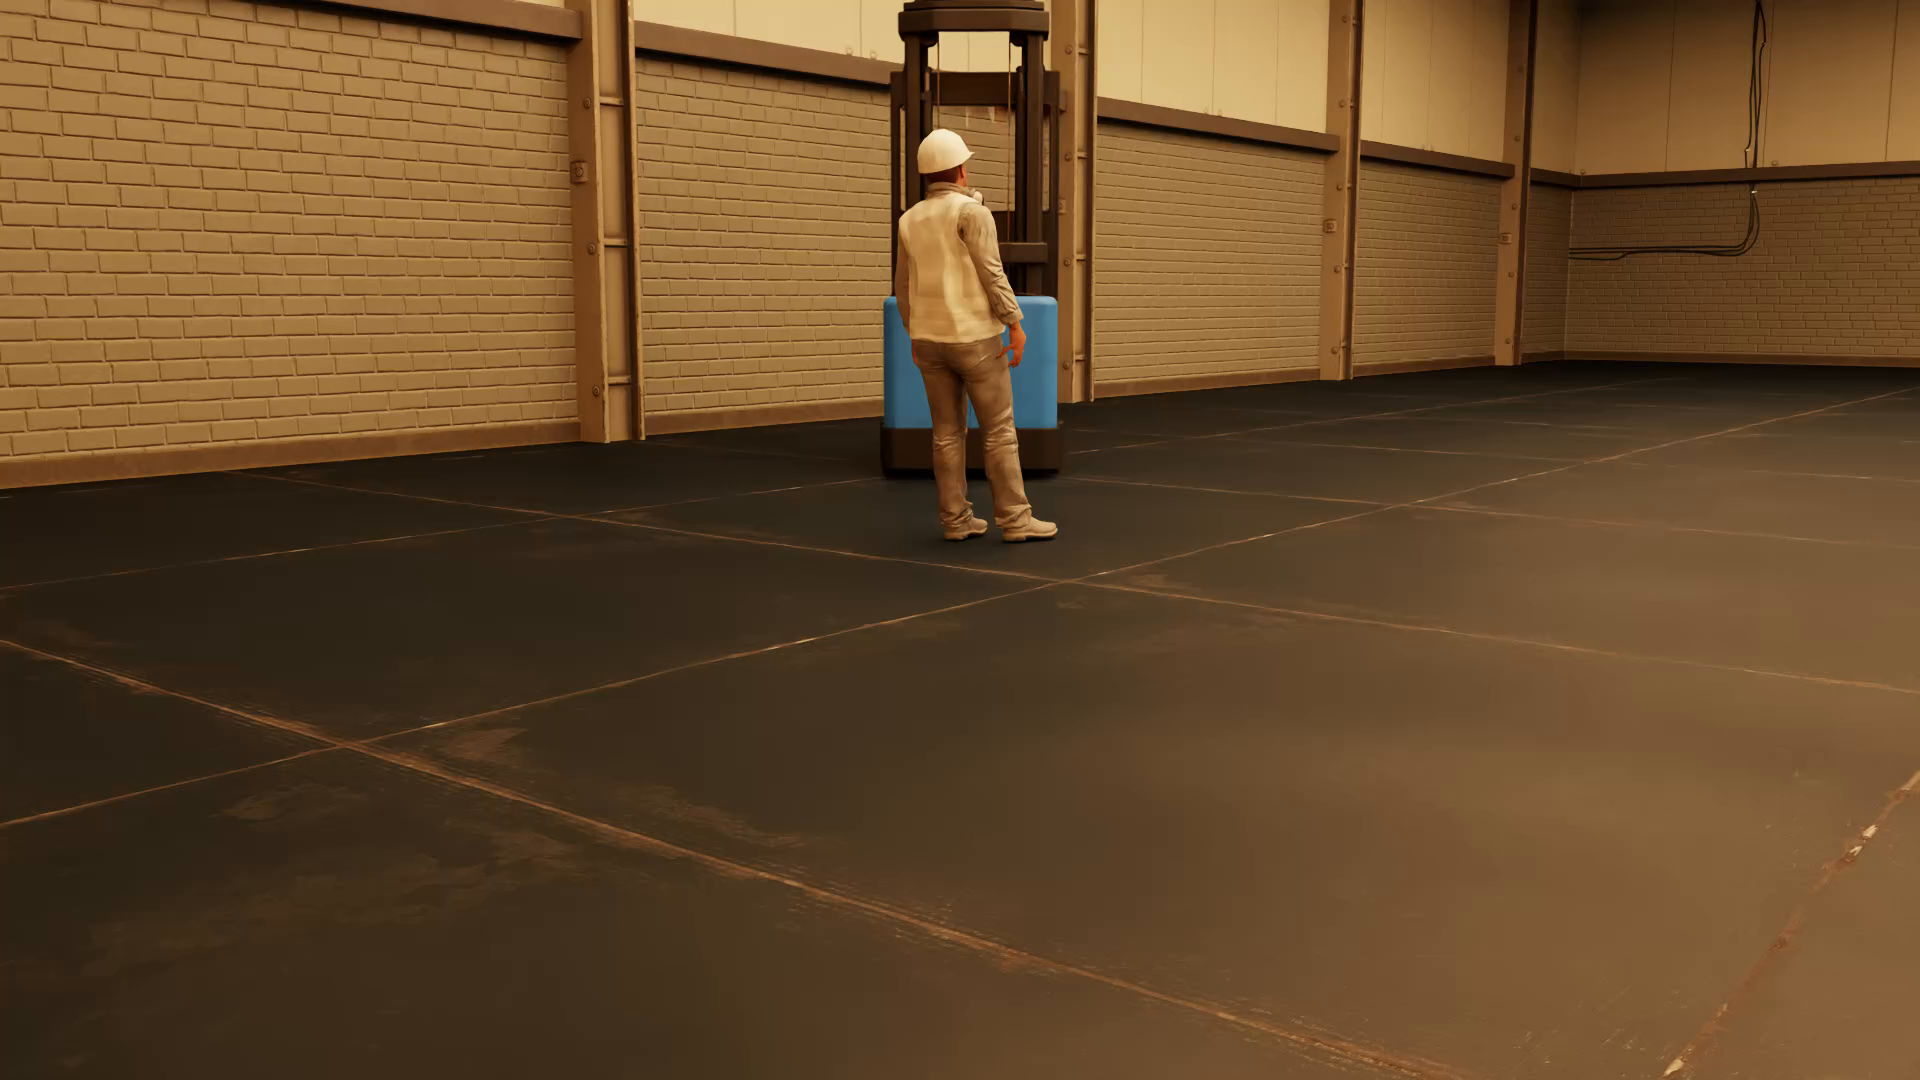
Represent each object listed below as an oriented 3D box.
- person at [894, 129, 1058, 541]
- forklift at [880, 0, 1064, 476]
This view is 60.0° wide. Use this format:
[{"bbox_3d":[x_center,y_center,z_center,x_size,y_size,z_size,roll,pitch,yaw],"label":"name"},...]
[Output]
[{"bbox_3d":[0.045,-0.892,7.319,0.634,1.775,0.566,7,11,38],"label":"person"},{"bbox_3d":[0.105,-2.012,11.033,1.130,2.935,3.031,0,8,2],"label":"forklift"}]
